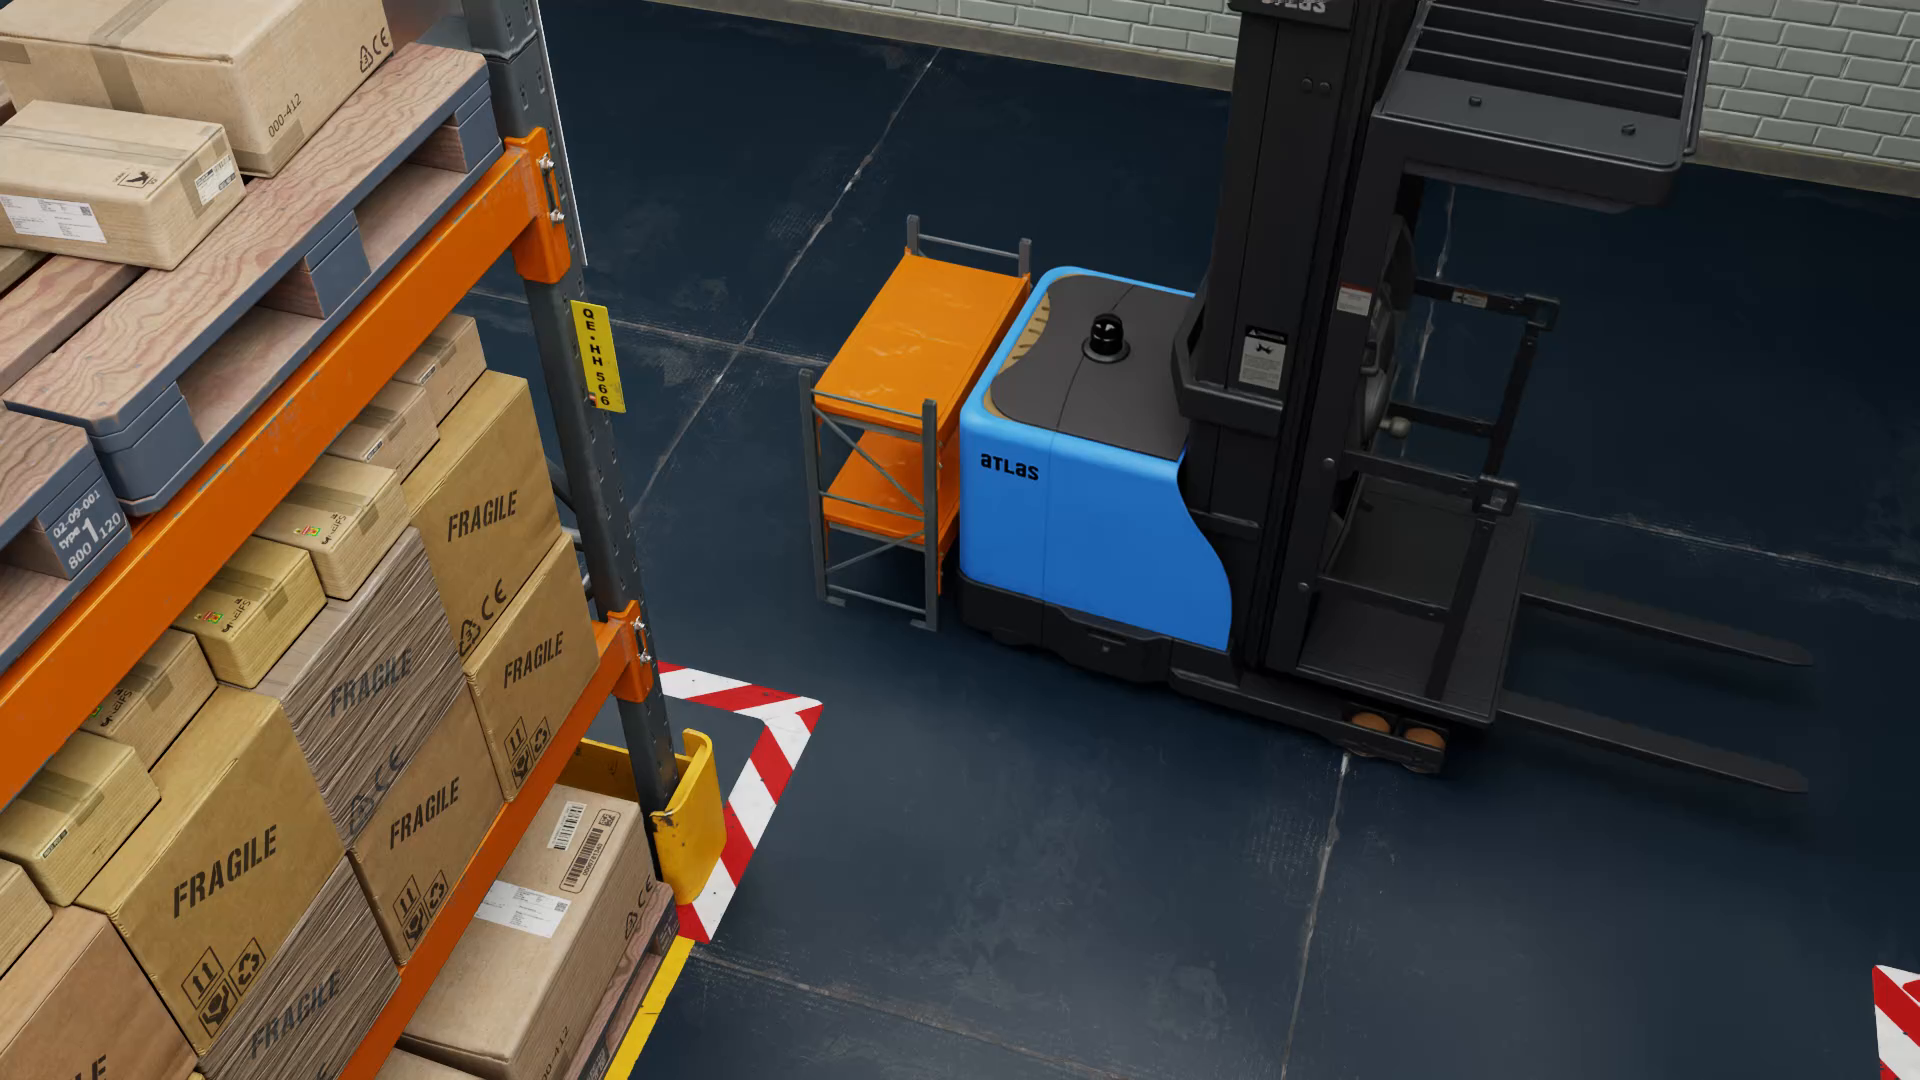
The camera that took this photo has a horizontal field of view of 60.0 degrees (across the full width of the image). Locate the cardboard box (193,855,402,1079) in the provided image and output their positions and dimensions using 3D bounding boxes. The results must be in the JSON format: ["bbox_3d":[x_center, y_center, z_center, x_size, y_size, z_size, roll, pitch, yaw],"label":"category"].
[{"bbox_3d":[-1.605,0.948,3.565,0.500,0.500,0.500,14,46,14],"label":"cardboard box"}]

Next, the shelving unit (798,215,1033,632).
[{"bbox_3d":[-0.143,-0.452,6.404,0.538,1.125,1.048,15,46,14],"label":"shelving unit"}]

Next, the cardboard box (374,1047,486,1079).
[{"bbox_3d":[-1.772,1.768,4.330,0.875,0.438,0.875,14,46,14],"label":"cardboard box"}]

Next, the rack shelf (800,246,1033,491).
[{"bbox_3d":[-0.142,-0.662,6.199,0.538,0.278,1.000,15,46,14],"label":"rack shelf"}]

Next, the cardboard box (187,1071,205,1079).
[{"bbox_3d":[-1.749,1.295,3.211,0.500,0.500,0.500,14,46,14],"label":"cardboard box"}]

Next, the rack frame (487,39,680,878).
[{"bbox_3d":[-1.398,-0.070,4.677,1.000,3.000,0.127,13,46,13],"label":"rack frame"}]

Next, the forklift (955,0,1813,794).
[{"bbox_3d":[1.553,-0.645,5.314,3.031,2.935,1.130,15,46,15],"label":"forklift"}]

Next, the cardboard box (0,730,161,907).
[{"bbox_3d":[-1.650,0.448,2.897,0.380,0.149,0.250,14,46,13],"label":"cardboard box"}]

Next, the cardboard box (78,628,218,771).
[{"bbox_3d":[-1.630,0.269,3.080,0.380,0.149,0.250,12,46,12],"label":"cardboard box"}]

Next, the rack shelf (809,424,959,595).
[{"bbox_3d":[-0.143,-0.277,6.574,0.538,0.278,1.000,15,46,14],"label":"rack shelf"}]

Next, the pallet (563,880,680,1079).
[{"bbox_3d":[-1.566,1.476,5.091,1.003,0.211,1.213,13,46,13],"label":"pallet"}]

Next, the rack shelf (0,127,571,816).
[{"bbox_3d":[-2.004,0.448,2.517,1.077,0.370,4.000,13,46,13],"label":"rack shelf"}]

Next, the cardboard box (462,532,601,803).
[{"bbox_3d":[-1.292,0.271,4.256,0.500,0.500,0.500,13,46,13],"label":"cardboard box"}]

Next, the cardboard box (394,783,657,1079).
[{"bbox_3d":[-1.503,1.156,4.955,0.875,0.438,0.875,11,45,11],"label":"cardboard box"}]

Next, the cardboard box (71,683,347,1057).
[{"bbox_3d":[-1.601,0.592,3.214,0.500,0.500,0.500,12,46,12],"label":"cardboard box"}]

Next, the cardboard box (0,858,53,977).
[{"bbox_3d":[-1.748,0.619,2.722,0.380,0.149,0.250,14,46,14],"label":"cardboard box"}]

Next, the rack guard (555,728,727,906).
[{"bbox_3d":[-1.391,0.807,5.568,1.175,0.500,0.348,13,46,13],"label":"rack guard"}]

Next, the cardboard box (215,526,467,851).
[{"bbox_3d":[-1.448,0.263,3.550,0.500,0.500,0.500,13,46,13],"label":"cardboard box"}]

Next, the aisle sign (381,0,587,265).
[{"bbox_3d":[-1.081,-0.982,3.750,0.394,0.787,0.004,13,46,13],"label":"aisle sign"}]

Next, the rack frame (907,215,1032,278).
[{"bbox_3d":[0.033,-0.785,6.745,0.500,1.125,0.032,15,46,14],"label":"rack frame"}]

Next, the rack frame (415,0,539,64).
[{"bbox_3d":[-1.398,-2.215,2.579,1.000,3.000,0.127,13,46,13],"label":"rack frame"}]

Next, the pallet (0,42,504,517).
[{"bbox_3d":[-1.613,-0.614,3.152,1.003,0.211,1.213,13,46,13],"label":"pallet"}]

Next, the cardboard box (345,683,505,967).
[{"bbox_3d":[-1.459,0.603,3.918,0.500,0.500,0.500,12,46,12],"label":"cardboard box"}]

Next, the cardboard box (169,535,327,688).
[{"bbox_3d":[-1.484,0.110,3.243,0.380,0.149,0.250,14,46,13],"label":"cardboard box"}]

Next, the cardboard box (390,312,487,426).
[{"bbox_3d":[-1.316,-0.414,3.778,0.380,0.149,0.250,13,46,13],"label":"cardboard box"}]

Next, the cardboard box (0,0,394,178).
[{"bbox_3d":[-1.449,-0.956,3.173,0.500,0.250,0.500,9,45,9],"label":"cardboard box"}]

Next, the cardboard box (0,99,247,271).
[{"bbox_3d":[-1.500,-0.623,2.905,0.380,0.149,0.250,9,45,9],"label":"cardboard box"}]

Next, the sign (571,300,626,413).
[{"bbox_3d":[-0.885,-0.445,4.063,0.100,0.325,0.005,13,46,13],"label":"sign"}]

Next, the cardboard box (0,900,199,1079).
[{"bbox_3d":[-1.755,0.927,2.872,0.500,0.500,0.500,12,46,12],"label":"cardboard box"}]

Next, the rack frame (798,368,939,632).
[{"bbox_3d":[-0.319,-0.119,6.062,0.500,1.125,0.032,15,46,14],"label":"rack frame"}]

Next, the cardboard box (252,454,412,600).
[{"bbox_3d":[-1.368,-0.050,3.406,0.380,0.149,0.250,12,46,12],"label":"cardboard box"}]

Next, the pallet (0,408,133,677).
[{"bbox_3d":[-1.981,0.202,2.318,1.003,0.211,1.213,13,46,13],"label":"pallet"}]

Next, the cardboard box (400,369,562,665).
[{"bbox_3d":[-1.318,-0.092,3.913,0.500,0.500,0.500,14,46,14],"label":"cardboard box"}]

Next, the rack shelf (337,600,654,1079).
[{"bbox_3d":[-2.004,1.520,3.567,1.077,0.370,4.000,13,46,13],"label":"rack shelf"}]

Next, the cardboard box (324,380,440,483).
[{"bbox_3d":[-1.370,-0.239,3.600,0.380,0.149,0.250,13,46,13],"label":"cardboard box"}]
